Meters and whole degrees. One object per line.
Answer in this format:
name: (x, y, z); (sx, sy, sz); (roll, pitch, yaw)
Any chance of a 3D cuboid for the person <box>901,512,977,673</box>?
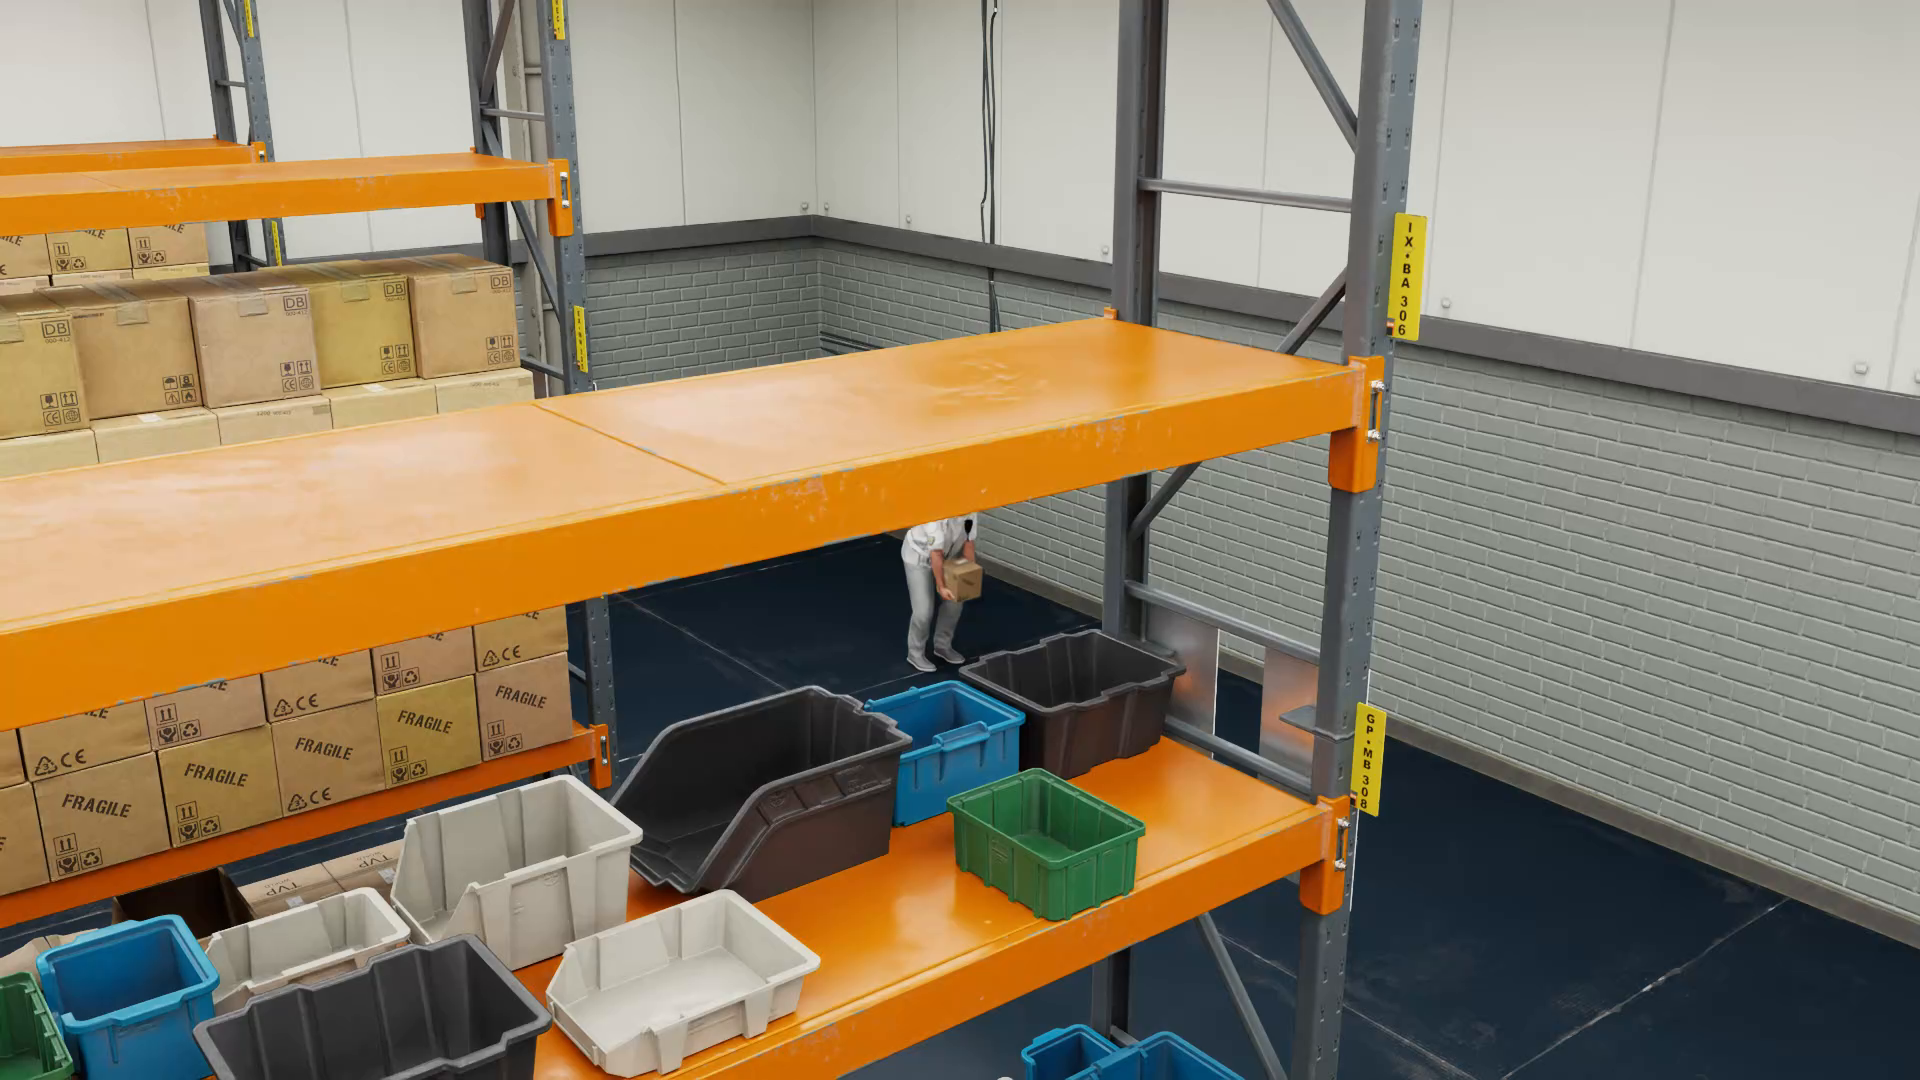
person: (-0.121, 0.252, 13.115); (0.486, 1.614, 0.748); (-14, 22, -37)
